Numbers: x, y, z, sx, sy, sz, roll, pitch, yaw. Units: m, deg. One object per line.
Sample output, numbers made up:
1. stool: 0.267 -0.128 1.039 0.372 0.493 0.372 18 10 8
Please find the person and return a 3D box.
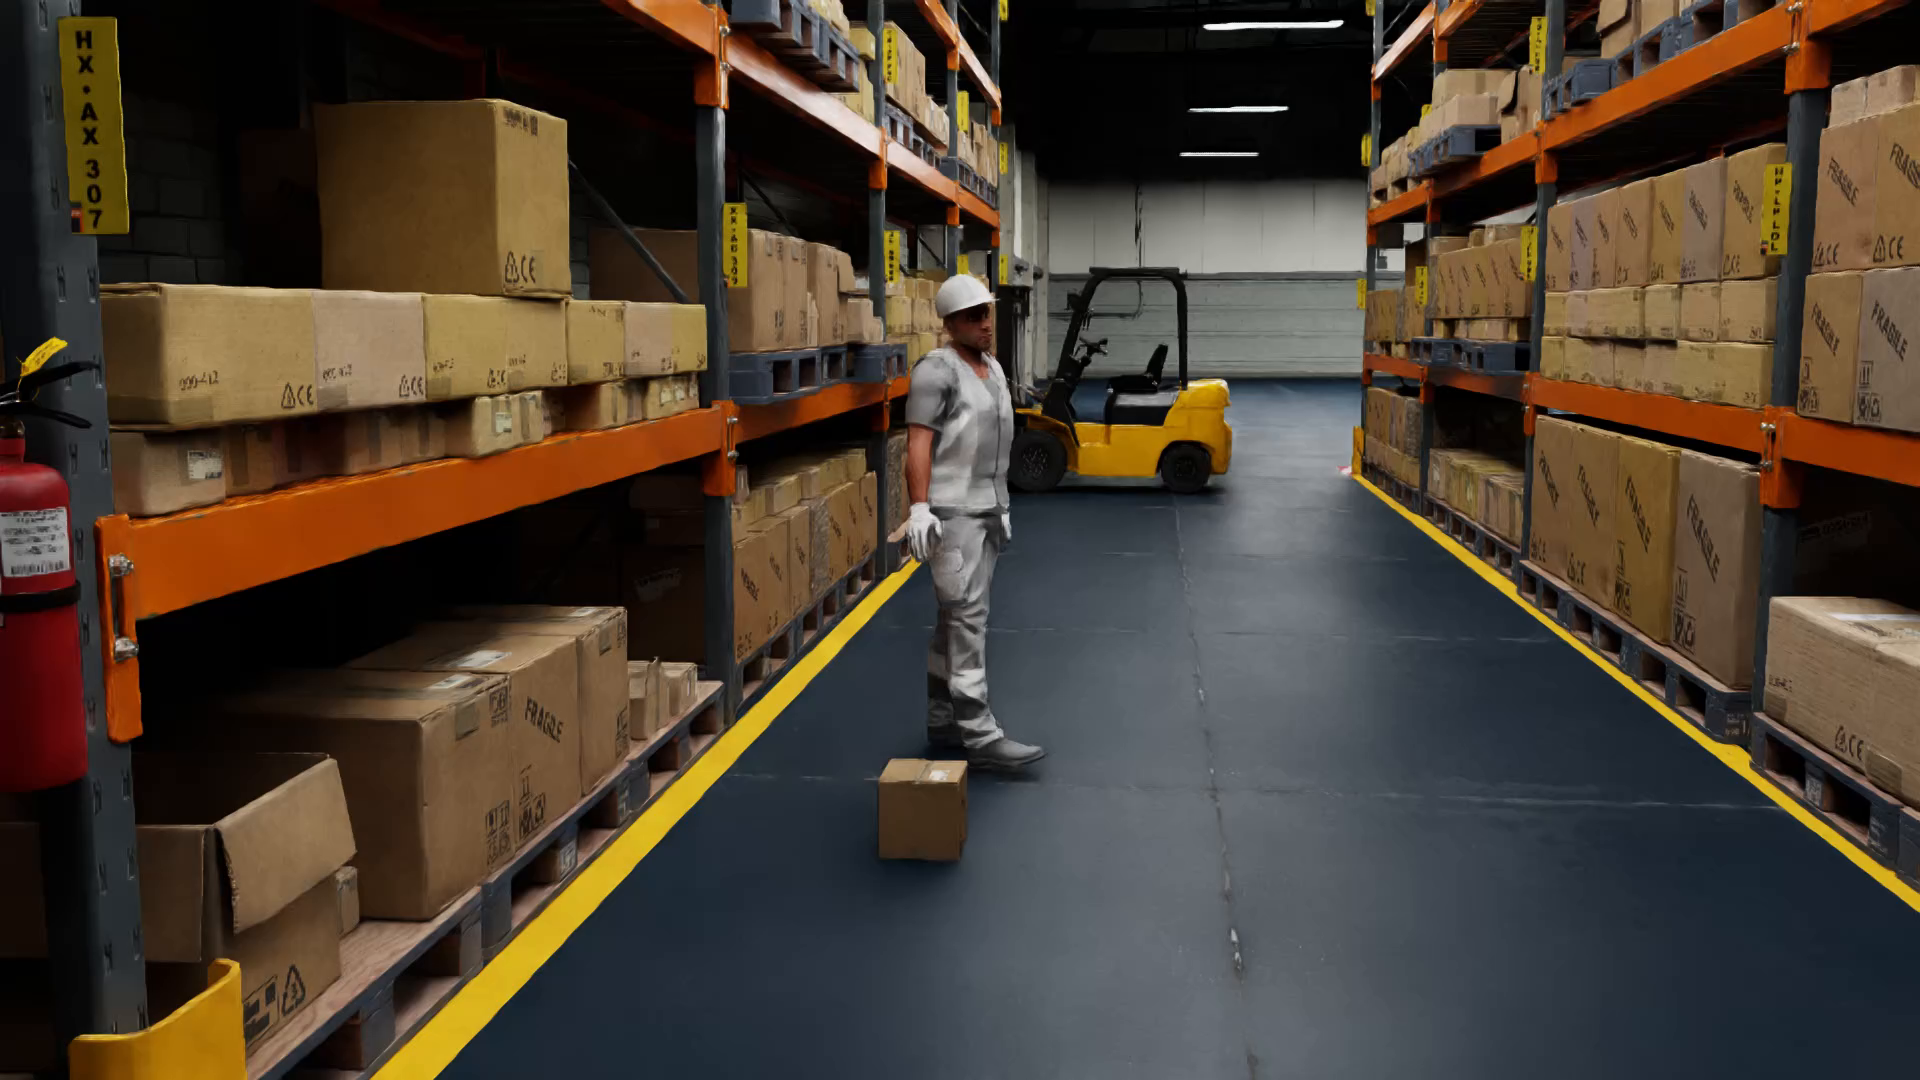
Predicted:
1. person: 0.078 -0.077 6.102 0.610 1.783 0.755 4 8 28
